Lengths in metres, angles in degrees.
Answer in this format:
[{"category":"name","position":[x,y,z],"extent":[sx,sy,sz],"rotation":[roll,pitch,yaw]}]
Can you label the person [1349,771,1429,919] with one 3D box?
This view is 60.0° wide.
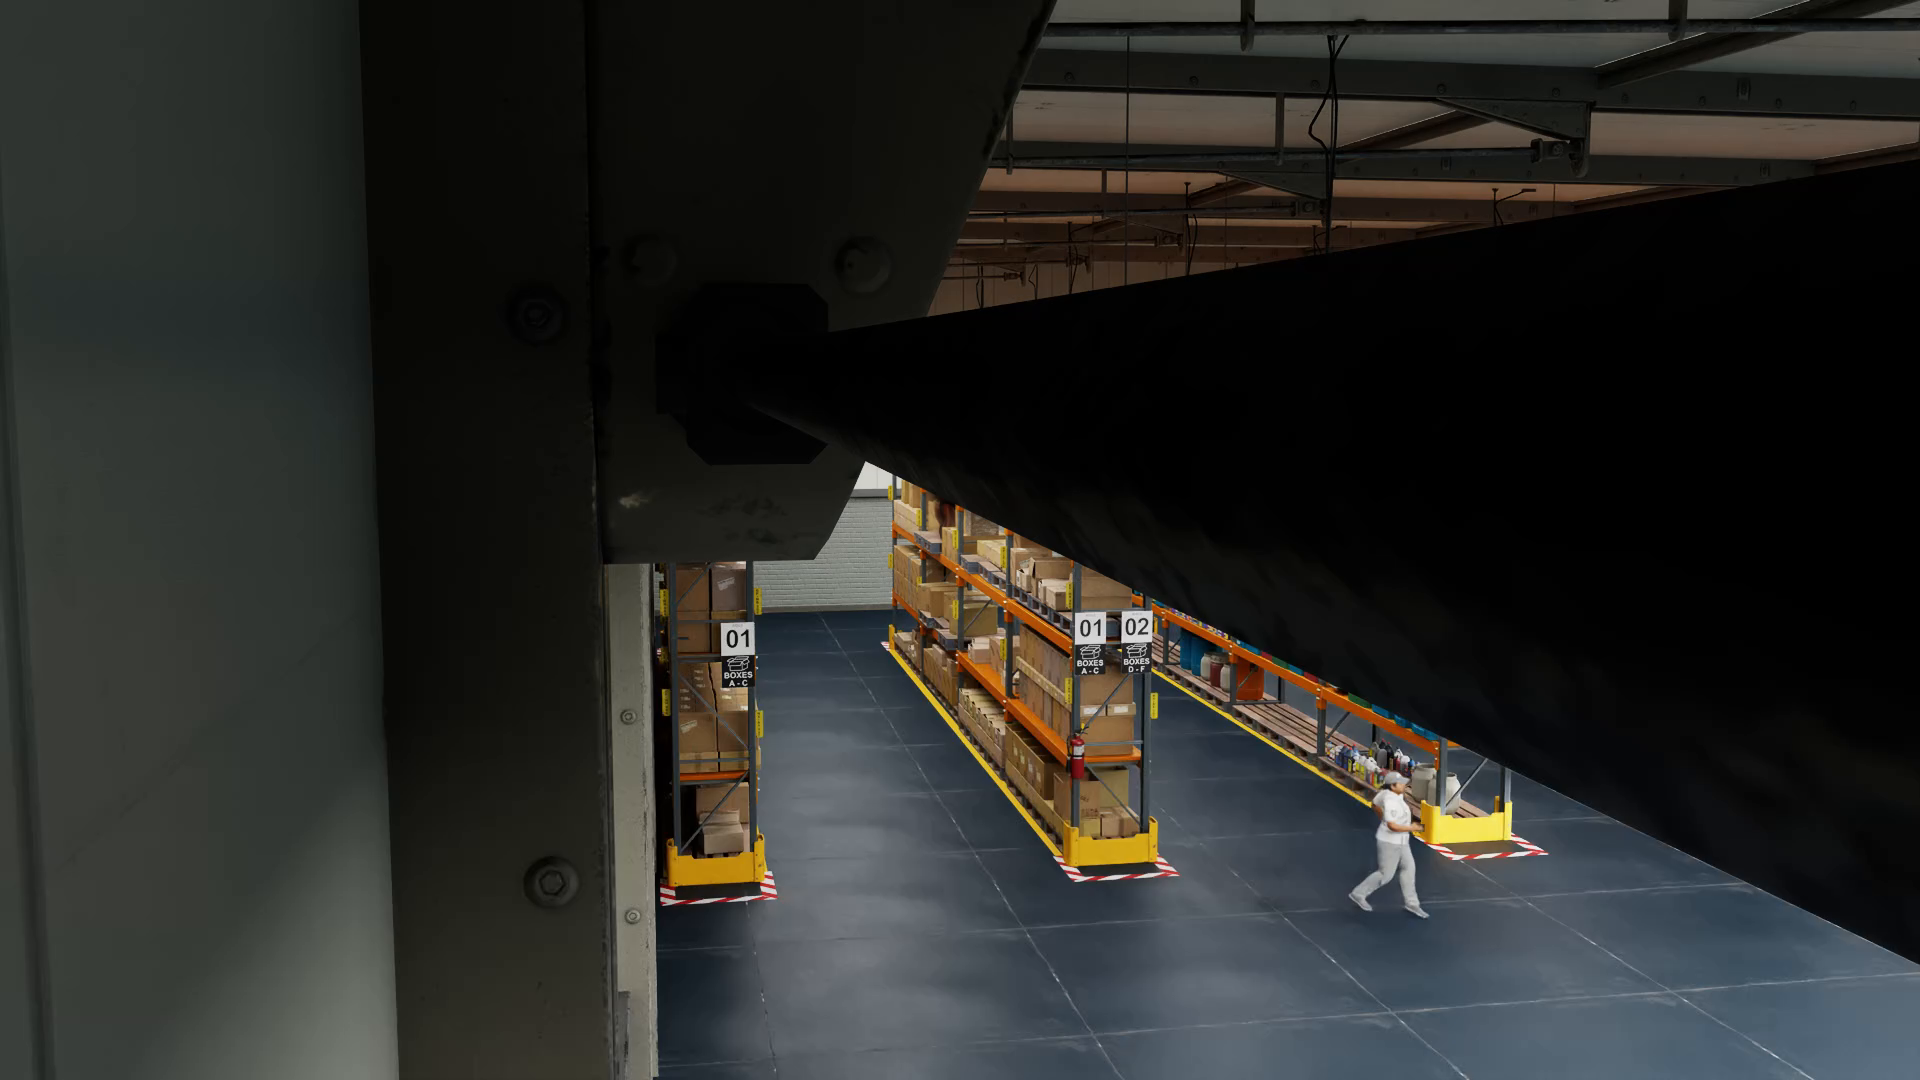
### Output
[{"category":"person","position":[4.900,3.466,18.922],"extent":[0.892,1.700,0.613],"rotation":[2,6,17]}]
